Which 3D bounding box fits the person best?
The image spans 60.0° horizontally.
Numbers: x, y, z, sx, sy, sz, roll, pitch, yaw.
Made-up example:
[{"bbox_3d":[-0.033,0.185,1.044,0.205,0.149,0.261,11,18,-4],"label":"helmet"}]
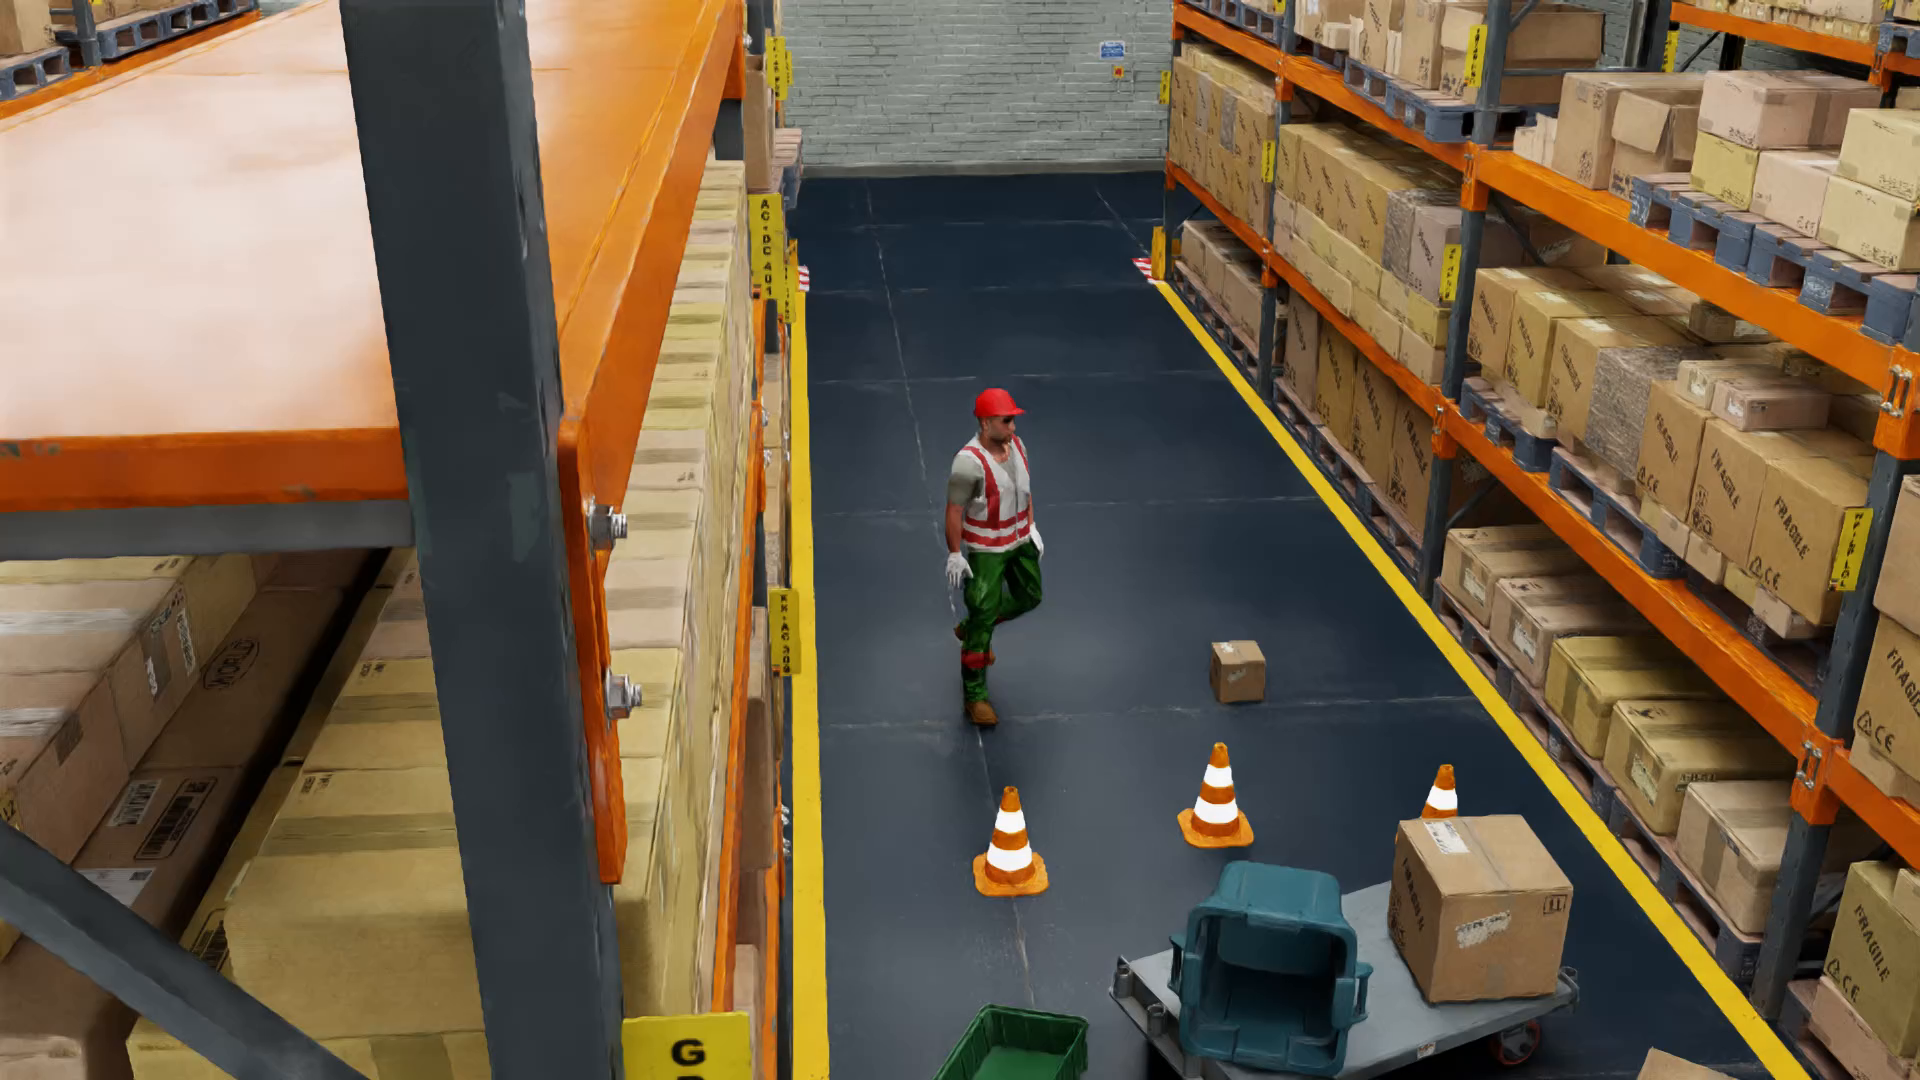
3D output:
[{"bbox_3d":[0.133,0.030,8.964,0.633,1.778,0.647,19,30,36],"label":"person"}]
